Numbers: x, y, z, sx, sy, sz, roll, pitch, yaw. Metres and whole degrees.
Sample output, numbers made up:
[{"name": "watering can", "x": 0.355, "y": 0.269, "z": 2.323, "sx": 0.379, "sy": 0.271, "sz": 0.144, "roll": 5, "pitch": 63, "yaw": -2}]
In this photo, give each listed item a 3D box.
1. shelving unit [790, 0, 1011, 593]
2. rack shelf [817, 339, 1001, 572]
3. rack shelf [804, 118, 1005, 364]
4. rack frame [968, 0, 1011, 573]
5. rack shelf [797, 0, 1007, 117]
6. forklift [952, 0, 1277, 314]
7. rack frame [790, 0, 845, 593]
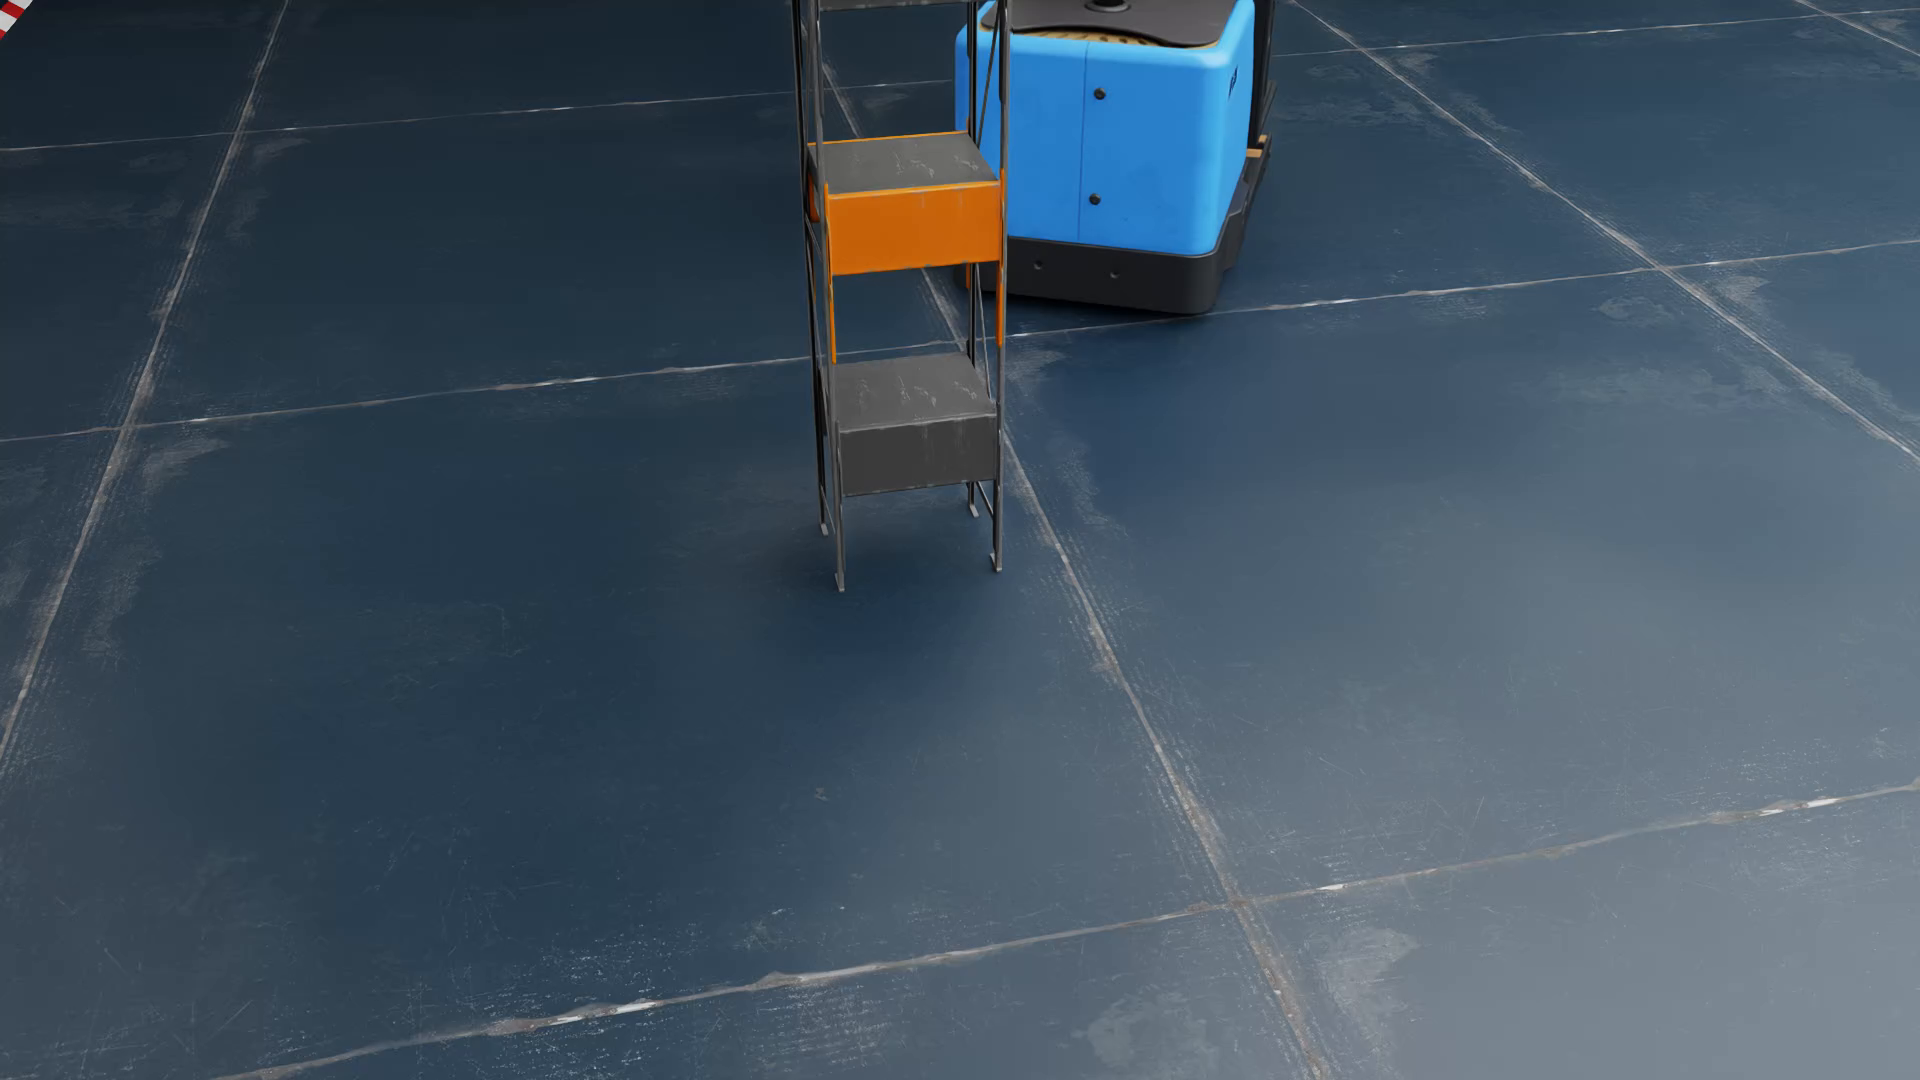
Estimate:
[{"name": "shelving unit", "x": -0.161, "y": -0.852, "z": 4.635, "sx": 0.503, "sy": 2.100, "sz": 0.431, "roll": -7, "pitch": 35, "yaw": -11}, {"name": "rack shelf", "x": -0.161, "y": -0.259, "z": 5.032, "sx": 0.480, "sy": 0.518, "sz": 0.431, "roll": -7, "pitch": 35, "yaw": -11}, {"name": "rack shelf", "x": -0.161, "y": -0.840, "z": 4.642, "sx": 0.480, "sy": 0.518, "sz": 0.431, "roll": -7, "pitch": 35, "yaw": -11}, {"name": "rack frame", "x": 0.077, "y": -0.882, "z": 4.679, "sx": 0.015, "sy": 2.100, "sz": 0.400, "roll": -7, "pitch": 35, "yaw": -11}, {"name": "rack shelf", "x": -0.161, "y": -1.421, "z": 4.252, "sx": 0.480, "sy": 0.518, "sz": 0.431, "roll": -7, "pitch": 35, "yaw": -11}, {"name": "forklift", "x": 0.848, "y": -2.906, "z": 6.950, "sx": 1.130, "sy": 2.935, "sz": 3.031, "roll": 9, "pitch": 35, "yaw": 13}, {"name": "rack frame", "x": -0.399, "y": -0.822, "z": 4.590, "sx": 0.015, "sy": 2.100, "sz": 0.400, "roll": -7, "pitch": 35, "yaw": -11}]
